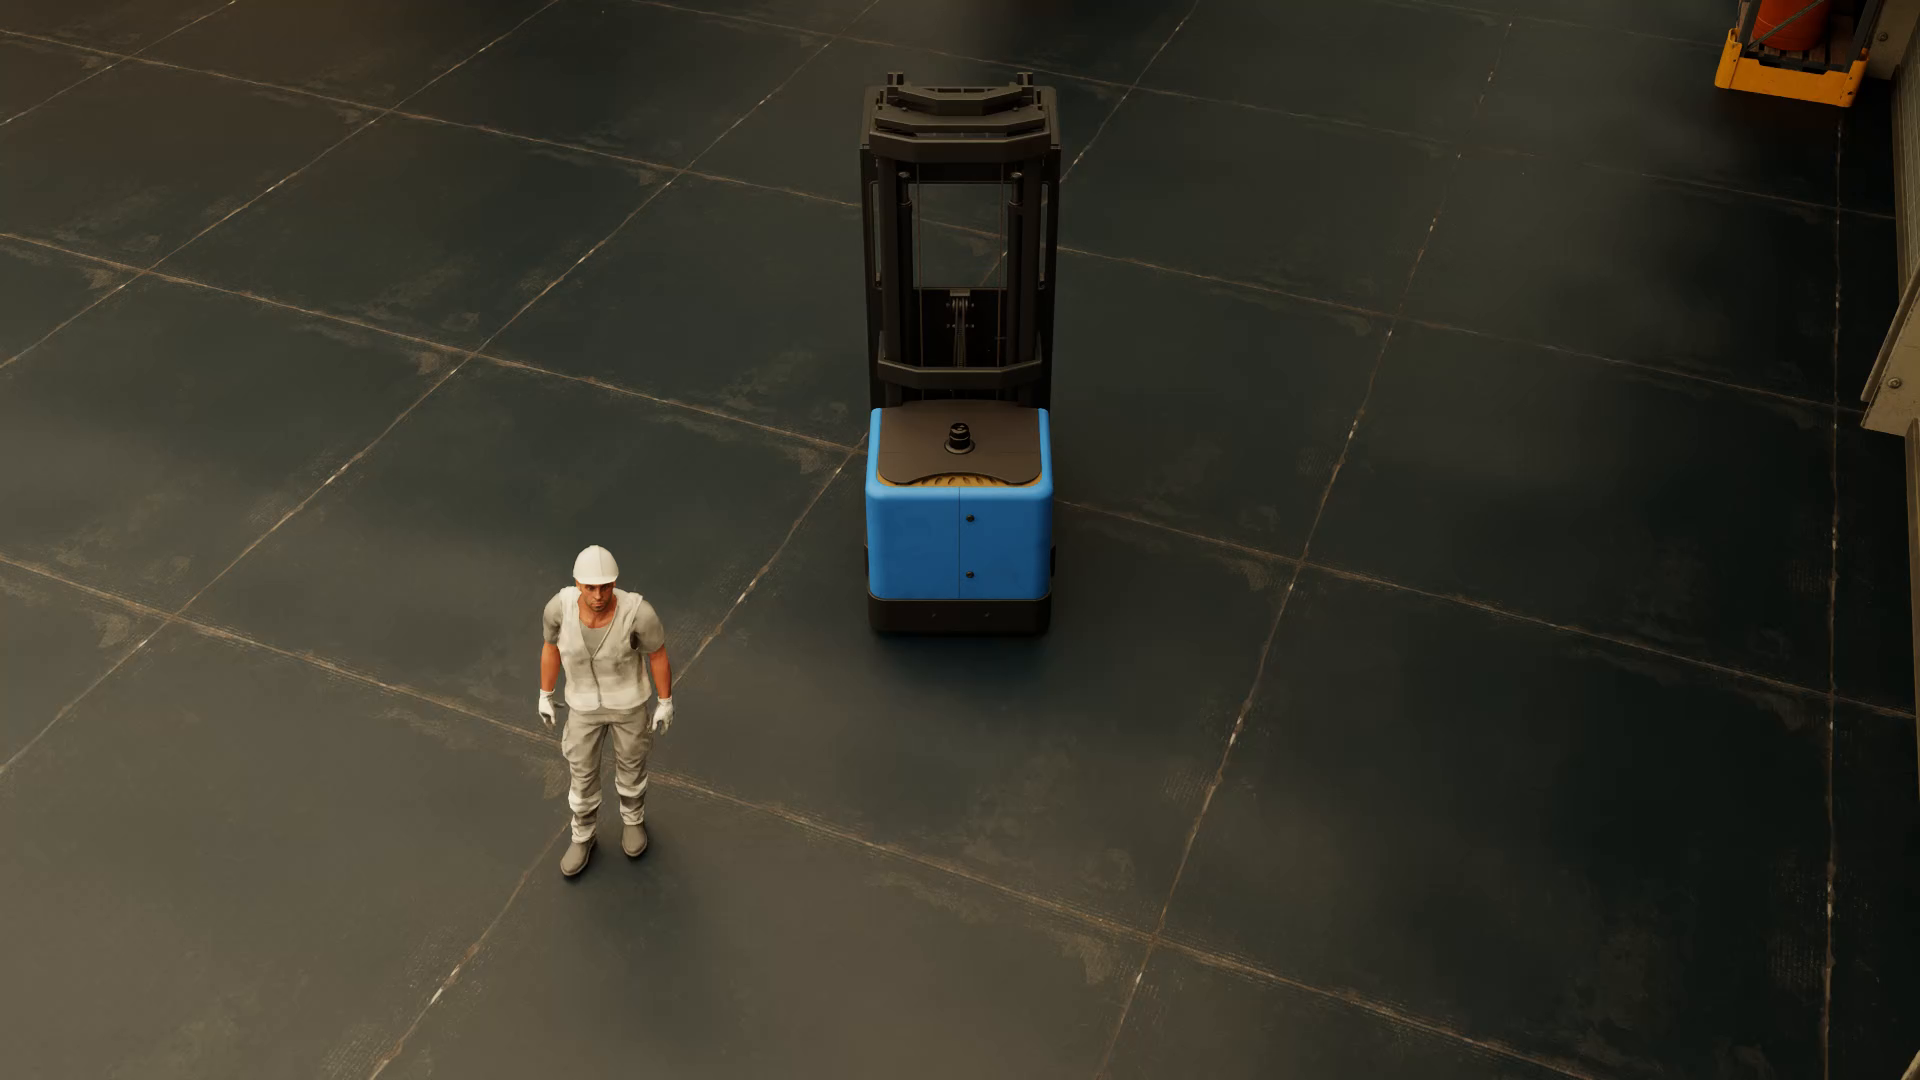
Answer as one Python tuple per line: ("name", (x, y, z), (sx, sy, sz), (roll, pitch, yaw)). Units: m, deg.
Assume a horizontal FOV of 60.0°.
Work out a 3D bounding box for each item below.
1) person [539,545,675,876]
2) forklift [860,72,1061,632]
("person", (-1.690, 0.820, 7.904), (0.637, 1.787, 0.564), (-1, 40, -1))
("forklift", (0.002, -1.515, 9.816), (1.130, 2.935, 3.031), (0, 40, 0))
